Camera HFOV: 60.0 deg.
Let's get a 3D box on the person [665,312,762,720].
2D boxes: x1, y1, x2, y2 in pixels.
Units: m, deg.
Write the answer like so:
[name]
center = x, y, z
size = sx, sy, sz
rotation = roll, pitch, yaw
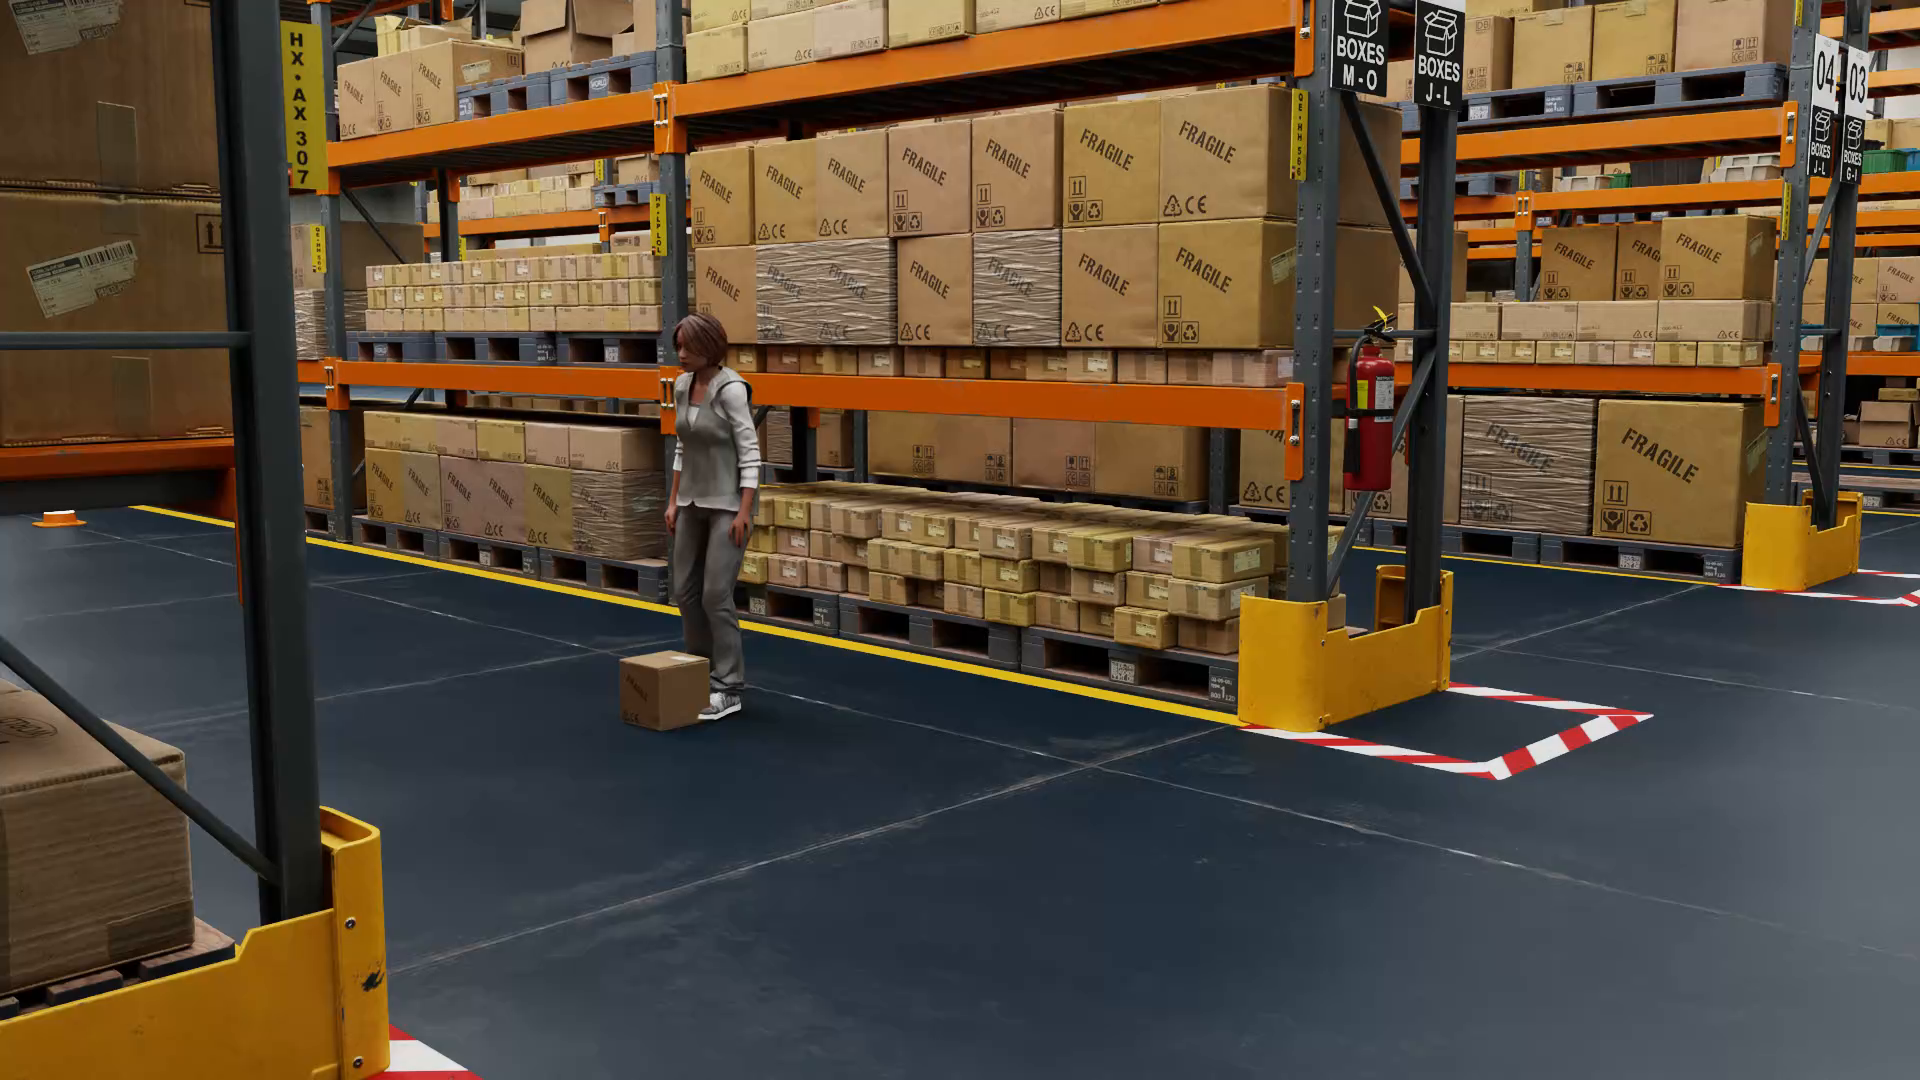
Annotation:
[person]
center = -0.998, -0.099, 6.593
size = 0.482, 1.592, 0.378
rotation = 6, 9, 40
